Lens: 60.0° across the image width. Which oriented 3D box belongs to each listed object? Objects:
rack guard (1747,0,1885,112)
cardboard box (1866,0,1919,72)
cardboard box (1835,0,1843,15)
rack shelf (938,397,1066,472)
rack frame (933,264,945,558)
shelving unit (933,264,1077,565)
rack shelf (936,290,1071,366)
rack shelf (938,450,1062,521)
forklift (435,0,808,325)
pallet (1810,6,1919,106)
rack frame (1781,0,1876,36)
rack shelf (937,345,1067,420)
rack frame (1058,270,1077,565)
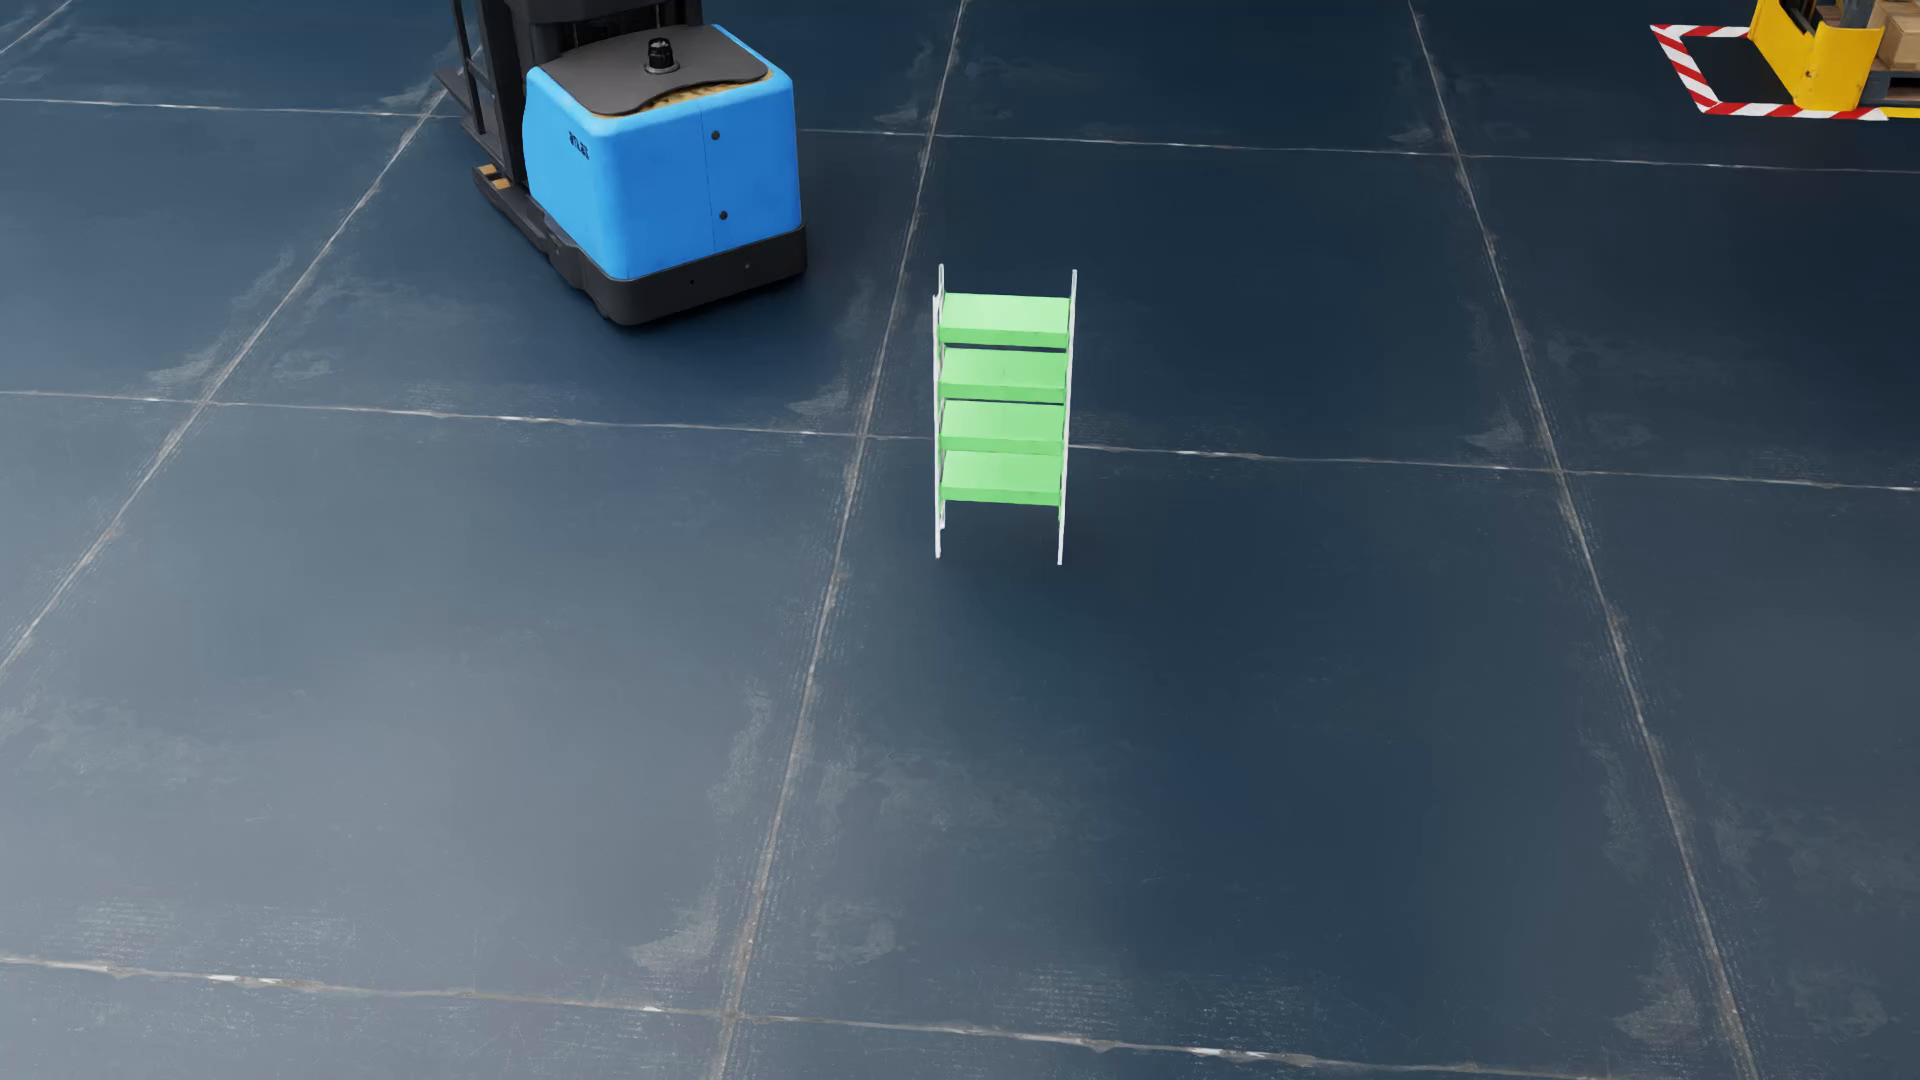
[{"bbox_3d":[5.217,-3.111,10.176,0.348,0.500,1.175,3,39,4],"label":"rack guard"},{"bbox_3d":[5.756,-3.007,9.913,0.500,0.250,0.500,3,39,4],"label":"cardboard box"},{"bbox_3d":[5.801,-3.332,10.313,0.500,0.250,0.500,3,39,4],"label":"cardboard box"},{"bbox_3d":[0.165,-0.407,6.400,0.480,0.148,0.258,3,39,4],"label":"rack shelf"},{"bbox_3d":[-0.078,-0.470,6.376,0.015,1.200,0.240,3,39,4],"label":"rack frame"},{"bbox_3d":[0.165,-0.456,6.360,0.503,1.200,0.258,3,39,4],"label":"shelving unit"},{"bbox_3d":[0.165,-0.779,6.097,0.480,0.148,0.258,3,39,4],"label":"rack shelf"},{"bbox_3d":[0.165,-0.221,6.552,0.480,0.148,0.258,3,39,4],"label":"rack shelf"},{"bbox_3d":[-1.988,-3.055,8.181,1.130,2.935,3.031,-22,44,-25],"label":"forklift"},{"bbox_3d":[6.006,-2.983,10.247,1.213,0.211,1.003,3,39,4],"label":"pallet"},{"bbox_3d":[5.241,-4.079,9.386,0.127,3.000,1.000,3,39,4],"label":"rack frame"},{"bbox_3d":[0.165,-0.593,6.249,0.480,0.148,0.258,3,39,4],"label":"rack shelf"},{"bbox_3d":[0.408,-0.443,6.344,0.015,1.200,0.240,3,39,4],"label":"rack frame"}]
